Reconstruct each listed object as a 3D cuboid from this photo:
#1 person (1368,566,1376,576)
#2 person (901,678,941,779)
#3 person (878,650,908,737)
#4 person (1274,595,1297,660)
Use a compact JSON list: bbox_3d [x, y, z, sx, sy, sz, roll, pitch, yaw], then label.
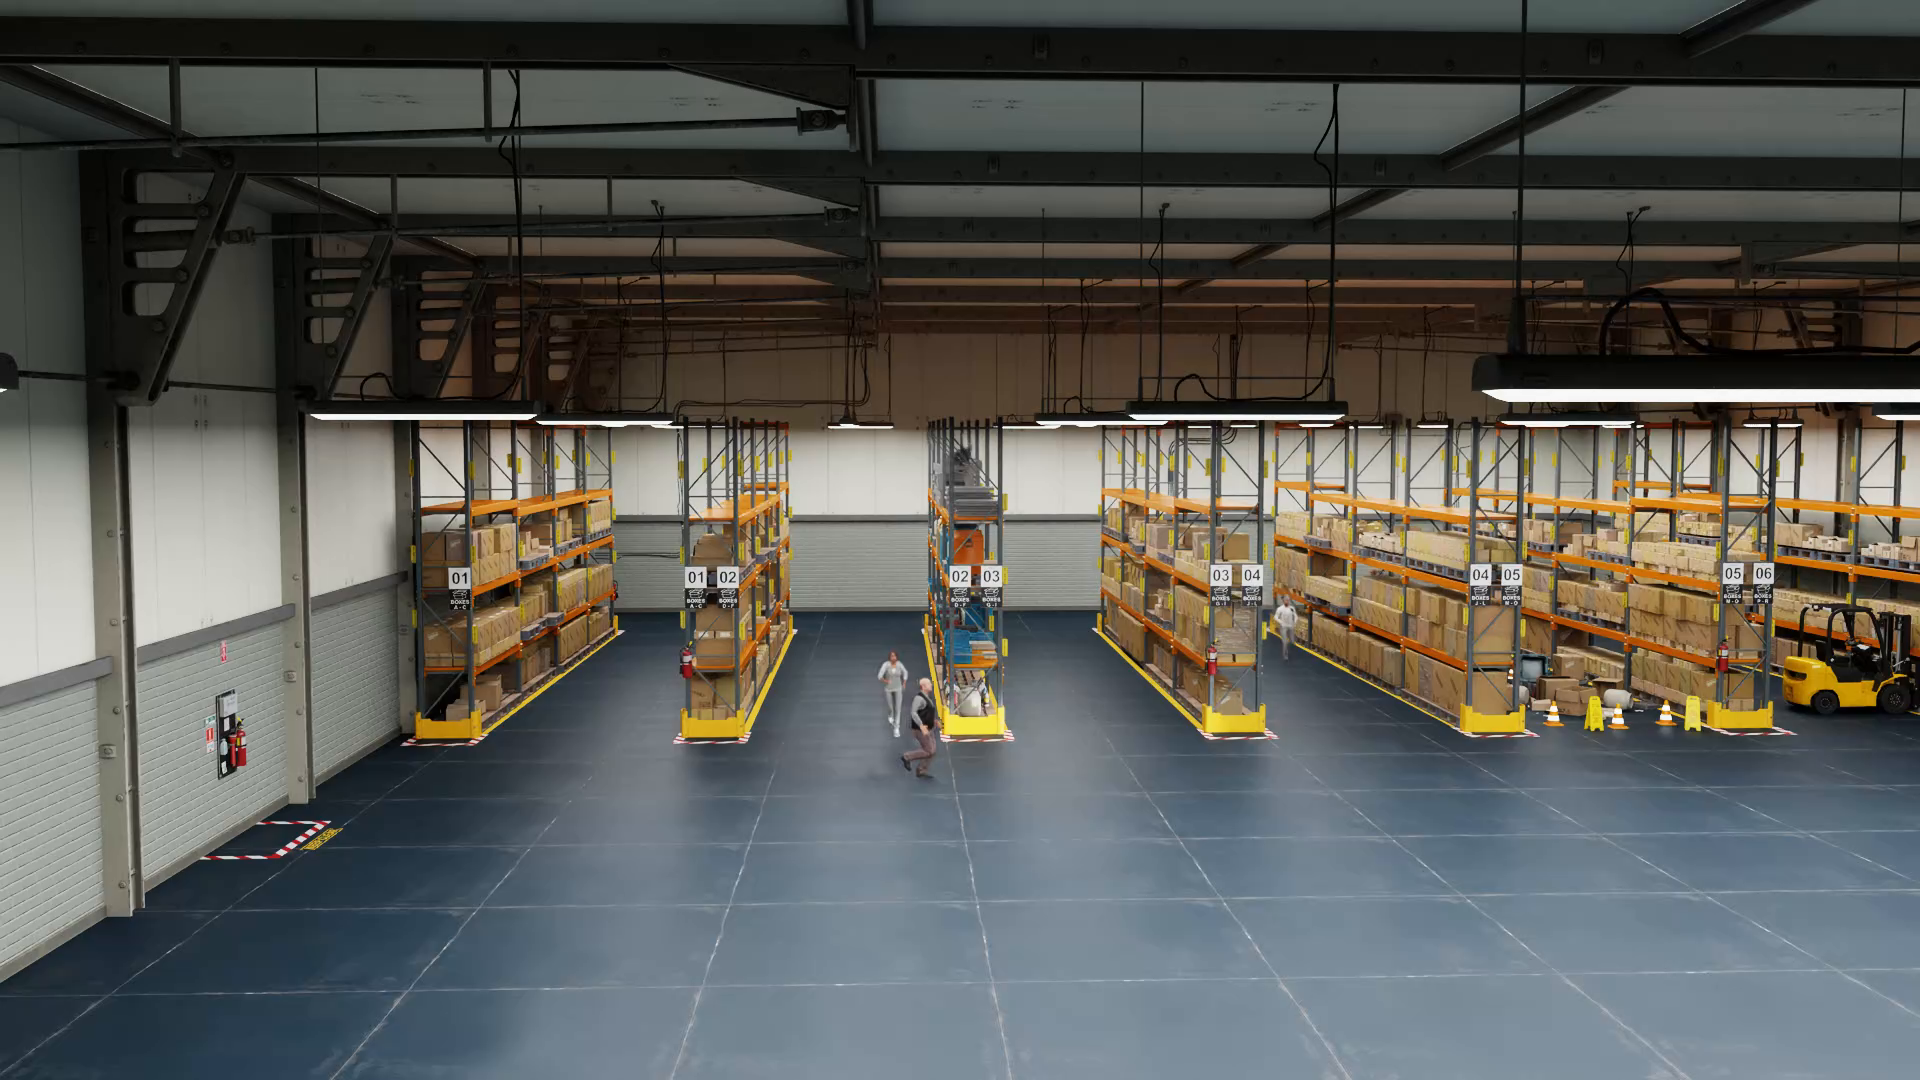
[{"bbox_3d":[12.138,1.640,49.274,0.626,1.736,0.708,0,4,-5],"label":"person"},{"bbox_3d":[-0.644,3.106,27.415,0.619,1.672,0.645,1,4,17],"label":"person"},{"bbox_3d":[-1.272,2.877,31.577,0.576,1.602,0.824,0,4,-6],"label":"person"},{"bbox_3d":[8.171,2.183,41.594,0.611,1.649,0.569,0,4,-4],"label":"person"}]
